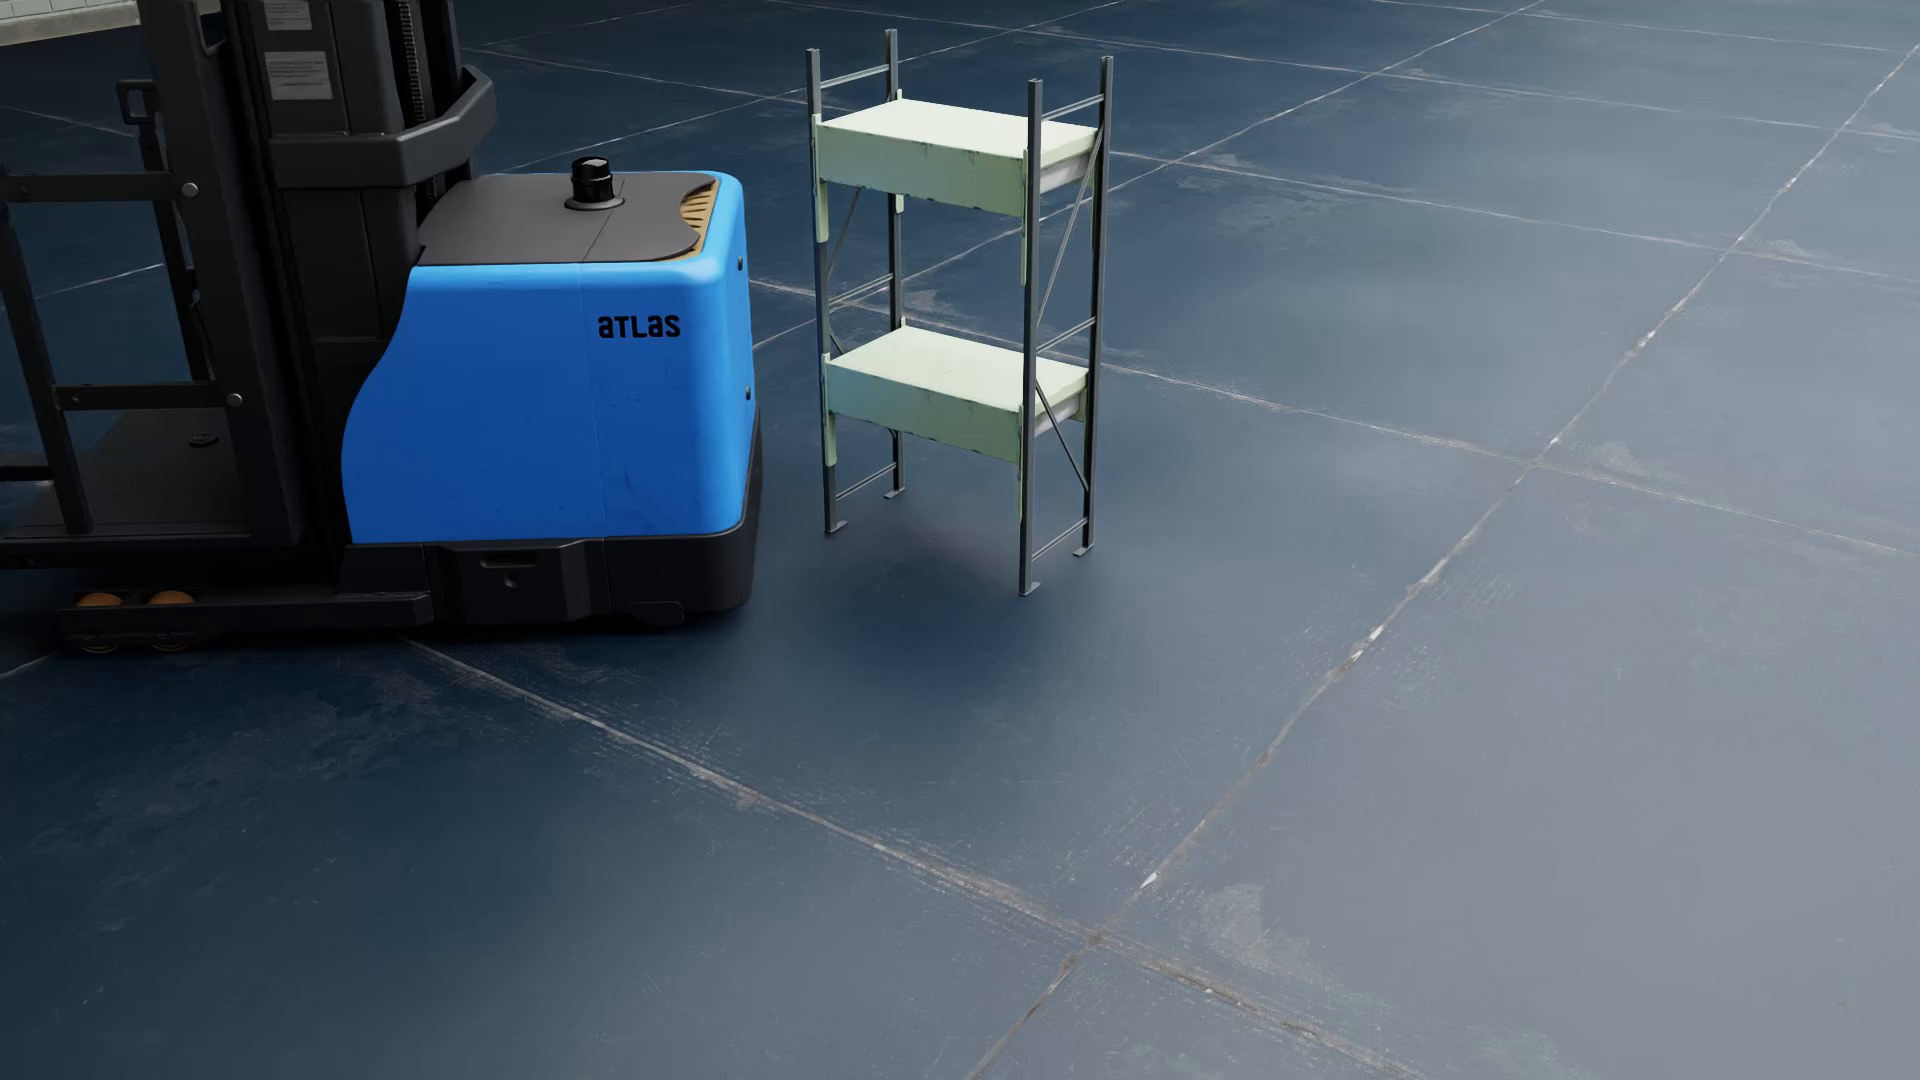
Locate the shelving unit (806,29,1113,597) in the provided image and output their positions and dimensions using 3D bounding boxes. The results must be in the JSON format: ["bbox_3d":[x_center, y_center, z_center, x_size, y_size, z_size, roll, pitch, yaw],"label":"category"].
[{"bbox_3d":[-0.006,-0.670,4.913,0.755,1.500,0.431,17,32,30],"label":"shelving unit"}]

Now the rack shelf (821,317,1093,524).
[{"bbox_3d":[-0.006,-0.380,5.061,0.720,0.370,0.431,17,32,30],"label":"rack shelf"}]

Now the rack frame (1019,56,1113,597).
[{"bbox_3d":[0.296,-0.576,4.729,0.023,1.500,0.400,17,32,30],"label":"rack frame"}]

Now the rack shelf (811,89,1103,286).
[{"bbox_3d":[-0.006,-1.018,4.736,0.720,0.370,0.431,17,32,30],"label":"rack shelf"}]

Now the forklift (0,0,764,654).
[{"bbox_3d":[-2.142,-1.238,4.450,3.031,2.935,1.130,-2,27,-3],"label":"forklift"}]

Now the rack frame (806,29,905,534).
[{"bbox_3d":[-0.307,-0.764,5.098,0.023,1.500,0.400,17,32,30],"label":"rack frame"}]
